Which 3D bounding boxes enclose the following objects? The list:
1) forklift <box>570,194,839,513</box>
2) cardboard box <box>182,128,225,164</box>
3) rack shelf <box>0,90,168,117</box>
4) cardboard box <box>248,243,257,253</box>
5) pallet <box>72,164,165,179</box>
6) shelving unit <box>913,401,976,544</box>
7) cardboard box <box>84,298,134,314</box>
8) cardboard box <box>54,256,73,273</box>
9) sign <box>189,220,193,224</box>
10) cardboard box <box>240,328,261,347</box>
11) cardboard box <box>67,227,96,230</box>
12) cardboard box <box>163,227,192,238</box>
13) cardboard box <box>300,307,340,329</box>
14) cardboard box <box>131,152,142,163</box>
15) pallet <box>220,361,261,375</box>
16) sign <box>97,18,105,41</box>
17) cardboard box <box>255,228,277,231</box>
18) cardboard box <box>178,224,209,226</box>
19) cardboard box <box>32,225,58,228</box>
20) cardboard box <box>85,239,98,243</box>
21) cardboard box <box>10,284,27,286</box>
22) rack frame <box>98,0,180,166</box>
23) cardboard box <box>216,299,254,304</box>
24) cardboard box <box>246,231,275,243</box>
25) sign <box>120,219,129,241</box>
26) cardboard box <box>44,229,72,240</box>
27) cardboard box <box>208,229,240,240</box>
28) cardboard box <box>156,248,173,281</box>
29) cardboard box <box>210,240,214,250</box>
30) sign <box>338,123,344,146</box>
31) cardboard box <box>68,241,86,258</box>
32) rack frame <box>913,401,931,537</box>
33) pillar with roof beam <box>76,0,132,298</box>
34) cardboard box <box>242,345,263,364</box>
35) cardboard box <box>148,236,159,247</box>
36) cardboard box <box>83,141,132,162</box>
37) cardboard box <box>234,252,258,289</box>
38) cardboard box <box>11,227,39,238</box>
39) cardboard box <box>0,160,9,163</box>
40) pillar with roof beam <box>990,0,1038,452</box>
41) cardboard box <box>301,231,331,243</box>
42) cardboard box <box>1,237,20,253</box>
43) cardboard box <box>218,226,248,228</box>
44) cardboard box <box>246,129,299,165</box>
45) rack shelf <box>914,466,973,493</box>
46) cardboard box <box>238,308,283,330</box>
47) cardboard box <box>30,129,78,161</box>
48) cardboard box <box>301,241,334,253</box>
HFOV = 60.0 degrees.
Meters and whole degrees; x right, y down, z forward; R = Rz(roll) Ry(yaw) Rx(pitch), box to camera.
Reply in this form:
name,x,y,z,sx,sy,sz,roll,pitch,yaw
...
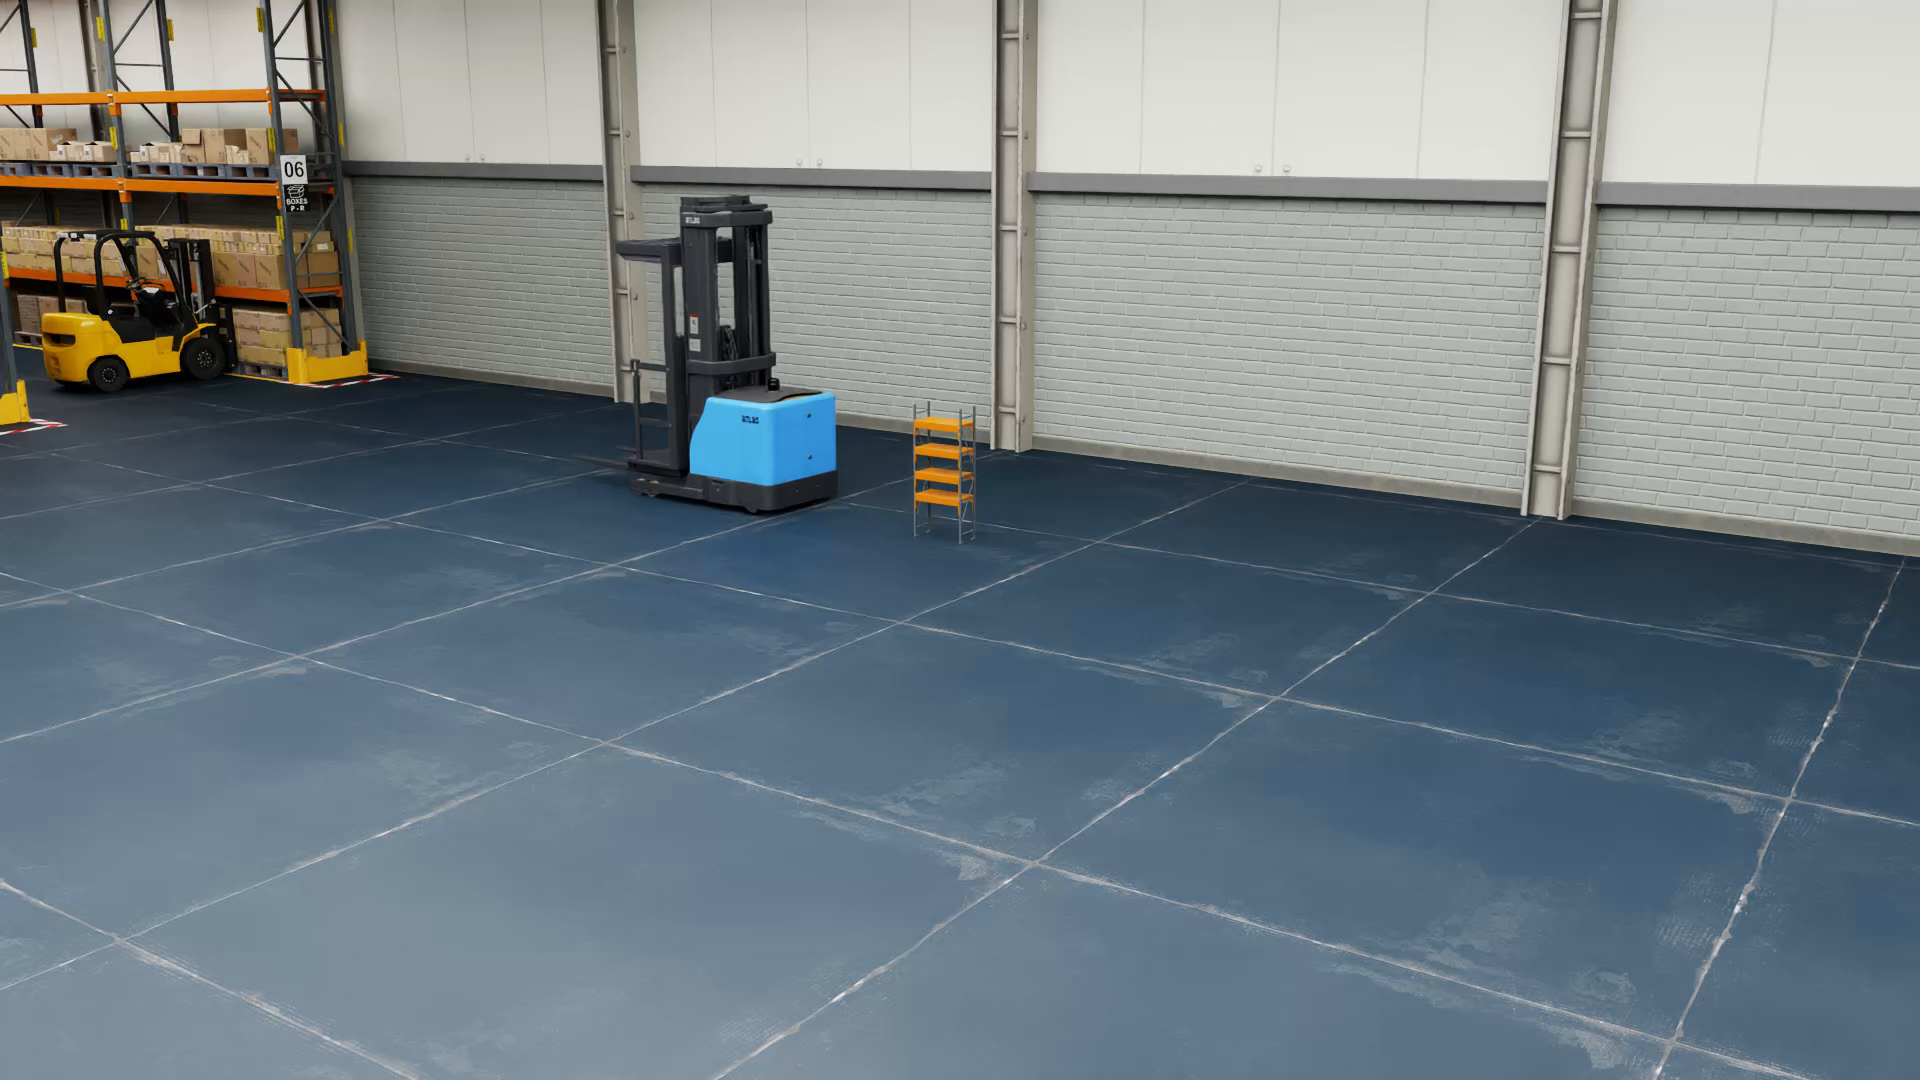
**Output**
name,x,y,z,sx,sy,sz,roll,pitch,yaw
forklift,-2.683,-1.936,16.546,3.031,2.935,1.130,10,17,35
cardboard box,-11.051,-5.853,24.688,0.637,0.503,0.797,10,17,35
rack shelf,-14.268,-7.014,26.760,4.000,0.370,1.077,9,17,33
cardboard box,-10.143,-4.270,24.273,0.250,0.149,0.380,10,17,34
pallet,-13.348,-5.856,26.393,1.217,0.209,0.805,8,16,31
shelving unit,-0.137,-0.605,14.769,0.503,1.200,0.258,9,17,33
cardboard box,-13.687,-3.602,27.198,0.625,0.625,0.875,9,17,32
cardboard box,-14.421,-4.527,27.179,0.500,0.250,0.500,10,17,35
sign,-12.300,-4.947,26.598,0.005,0.325,0.100,9,17,33
cardboard box,-10.278,-3.025,24.608,0.500,0.250,0.500,9,17,32
cardboard box,-14.668,-5.144,27.805,0.250,0.149,0.380,9,17,32
cardboard box,-11.869,-4.679,25.304,0.250,0.149,0.380,10,17,34
cardboard box,-9.583,-3.297,24.669,0.500,0.250,0.500,9,16,32
cardboard box,-12.406,-5.843,25.383,0.250,0.149,0.380,10,17,34
pallet,-10.956,-2.745,25.473,1.213,0.211,1.003,9,17,33
sign,-12.901,-7.671,24.977,0.005,0.325,0.100,9,17,33
cardboard box,-10.304,-4.577,24.894,0.250,0.149,0.380,10,17,35
cardboard box,-11.990,-4.861,26.039,0.250,0.149,0.380,9,16,31
cardboard box,-15.545,-5.274,28.327,0.250,0.149,0.380,10,17,35
cardboard box,-13.706,-4.825,26.515,0.250,0.149,0.380,9,16,31
cardboard box,-16.817,-4.464,29.593,0.250,0.149,0.380,8,16,30
rack frame,-12.609,-7.289,25.542,0.127,3.000,1.000,9,17,33
cardboard box,-11.251,-3.569,25.765,0.500,0.250,0.500,9,17,33
cardboard box,-10.158,-4.411,24.223,0.250,0.149,0.380,10,17,34
sign,-12.903,-4.791,25.691,0.005,0.325,0.100,9,17,33
cardboard box,-14.751,-5.005,27.240,0.250,0.149,0.380,10,17,34
cardboard box,-10.980,-4.559,24.821,0.250,0.149,0.380,9,17,34
cardboard box,-11.945,-4.248,25.532,0.500,0.500,0.500,10,17,34
cardboard box,-10.968,-4.413,24.851,0.250,0.149,0.380,9,17,32
sign,-8.975,-5.869,24.065,0.005,0.325,0.100,9,17,33
cardboard box,-14.010,-4.699,26.836,0.500,0.250,0.500,10,17,34
rack frame,-0.340,-0.637,14.901,0.015,1.200,0.240,9,17,33
pillar with roof beam,-16.745,-6.972,24.261,0.400,9.000,9.100,9,17,33
cardboard box,-10.263,-2.779,24.653,0.500,0.250,0.500,9,17,33
cardboard box,-12.275,-4.611,25.650,0.250,0.149,0.380,10,17,34
cardboard box,-13.345,-6.091,26.047,0.500,0.311,0.500,9,16,31
cardboard box,-10.270,-3.974,24.428,0.500,0.500,0.500,10,17,35
cardboard box,-15.605,-5.140,27.787,0.250,0.149,0.380,10,17,34
cardboard box,-16.489,-6.317,28.170,0.500,0.250,0.500,9,16,31
pillar with roof beam,-1.810,-4.558,14.510,0.400,9.000,9.100,9,17,33
cardboard box,-9.449,-4.436,24.325,0.250,0.149,0.380,9,16,32
cardboard box,-15.710,-4.970,27.931,0.500,0.250,0.500,9,17,33
cardboard box,-11.130,-4.724,25.488,0.250,0.149,0.380,9,16,32
cardboard box,-9.793,-5.609,23.705,0.500,0.500,0.500,10,17,35
rack shelf,-0.137,-0.539,14.785,0.480,0.148,0.258,9,17,33
cardboard box,-10.273,-3.262,24.526,0.500,0.250,0.500,10,17,34
cardboard box,-14.618,-6.388,26.855,0.500,0.500,0.500,10,17,34
cardboard box,-9.426,-4.301,24.399,0.250,0.149,0.380,9,16,31
